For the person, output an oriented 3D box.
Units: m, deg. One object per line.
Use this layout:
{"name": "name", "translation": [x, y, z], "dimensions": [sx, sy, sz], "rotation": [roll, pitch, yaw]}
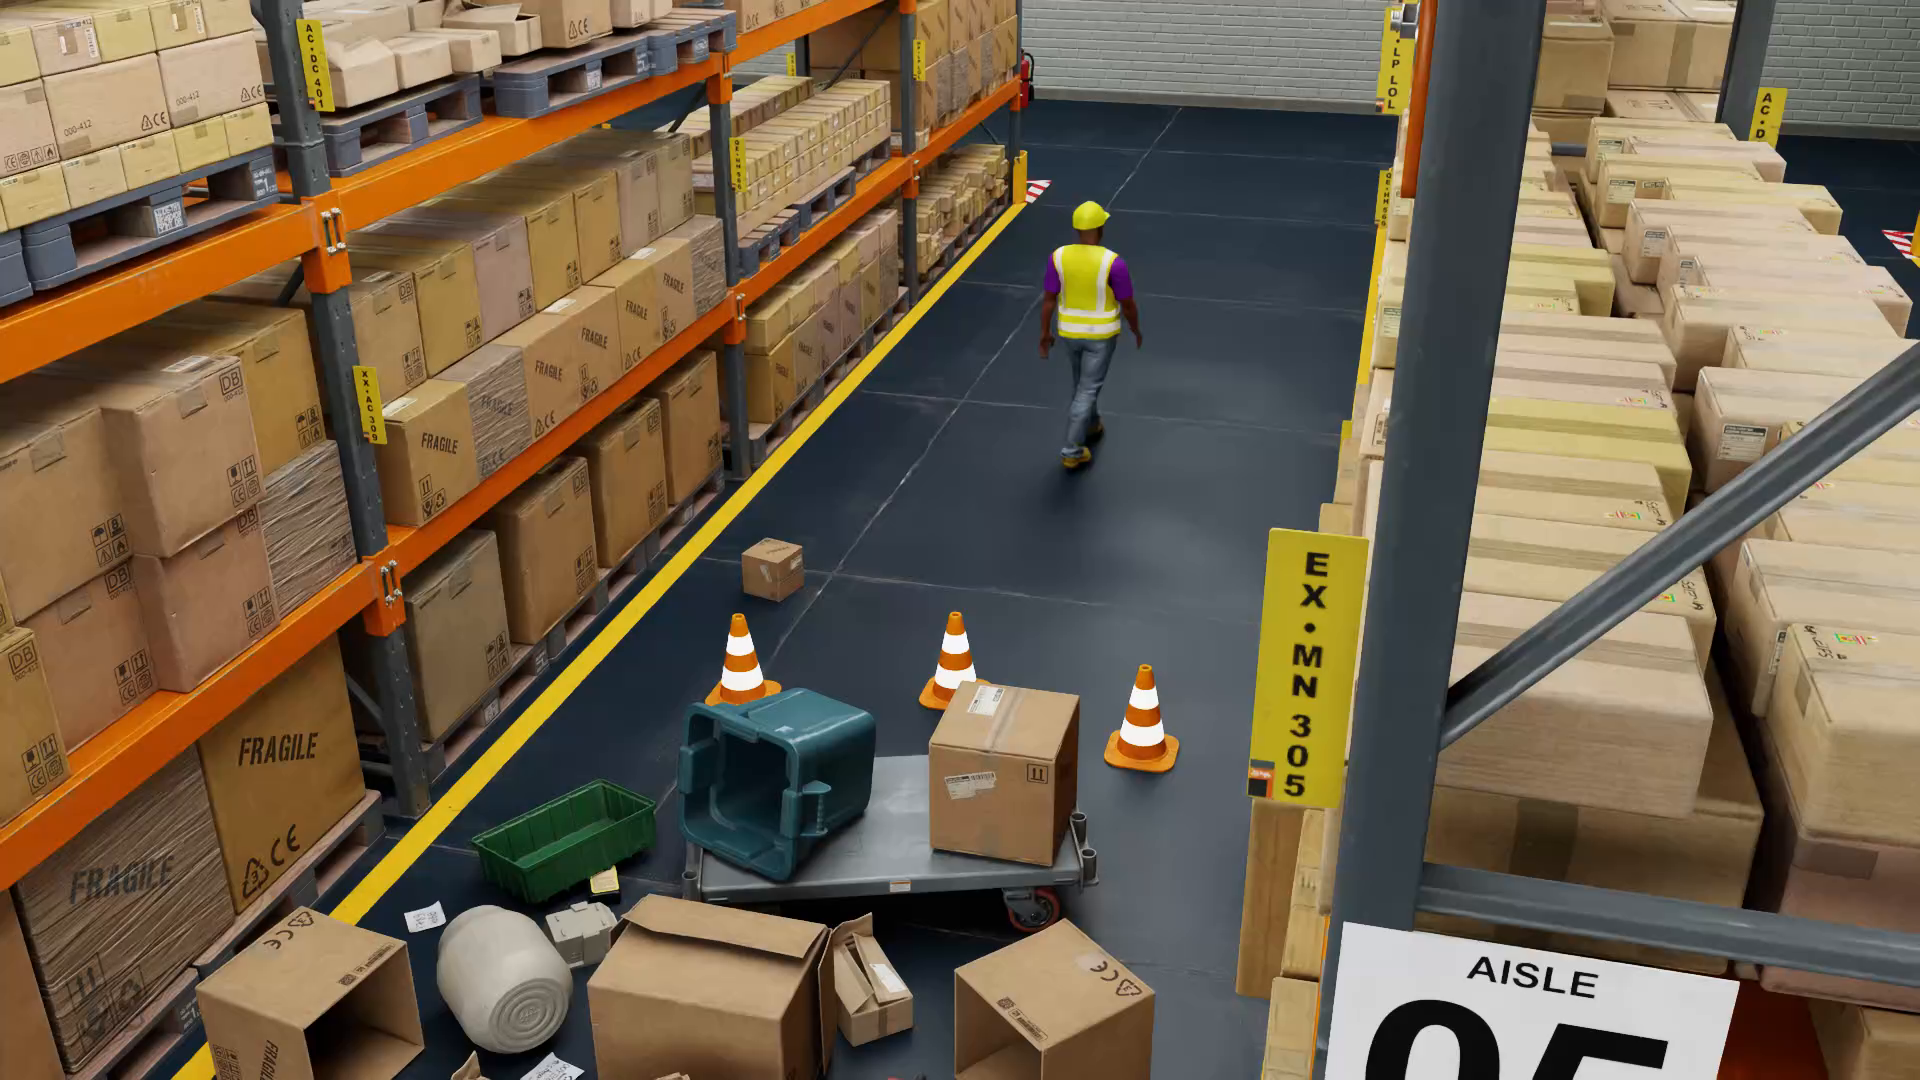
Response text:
{"name": "person", "translation": [0.904, -1.413, 11.055], "dimensions": [0.613, 1.732, 0.929], "rotation": [14, 28, 27]}
